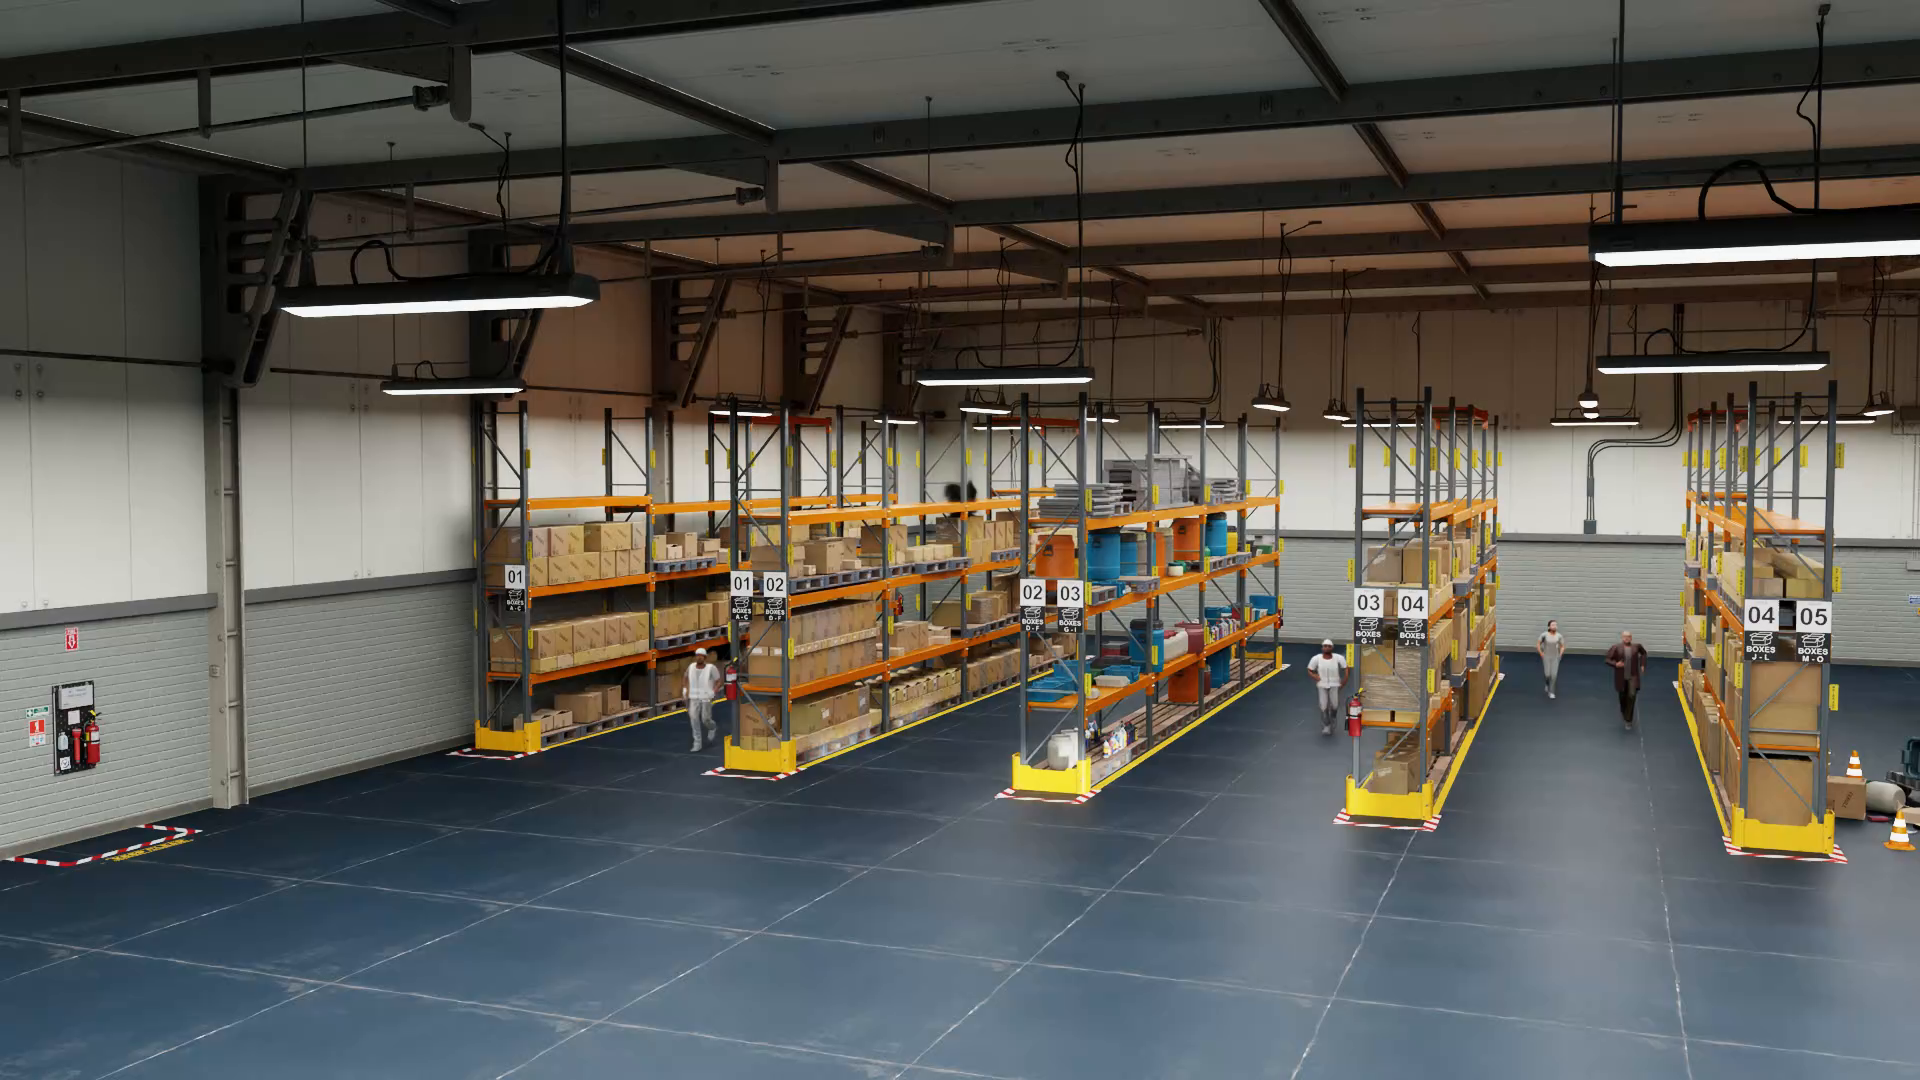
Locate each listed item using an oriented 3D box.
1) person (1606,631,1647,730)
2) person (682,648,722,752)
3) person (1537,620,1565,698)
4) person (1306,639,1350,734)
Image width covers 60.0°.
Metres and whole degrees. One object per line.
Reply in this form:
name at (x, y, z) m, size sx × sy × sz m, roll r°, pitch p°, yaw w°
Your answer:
person at (12.476, 2.617, 31.150) m, size 0.738 × 1.853 × 0.971 m, roll 1°, pitch 3°, yaw 17°
person at (-4.470, 2.734, 28.705) m, size 0.716 × 1.754 × 0.877 m, roll 0°, pitch 3°, yaw 7°
person at (12.410, 2.494, 34.900) m, size 0.563 × 1.634 × 0.535 m, roll 0°, pitch 3°, yaw 10°
person at (6.681, 2.664, 30.192) m, size 0.770 × 1.721 × 0.526 m, roll 1°, pitch 3°, yaw 11°
